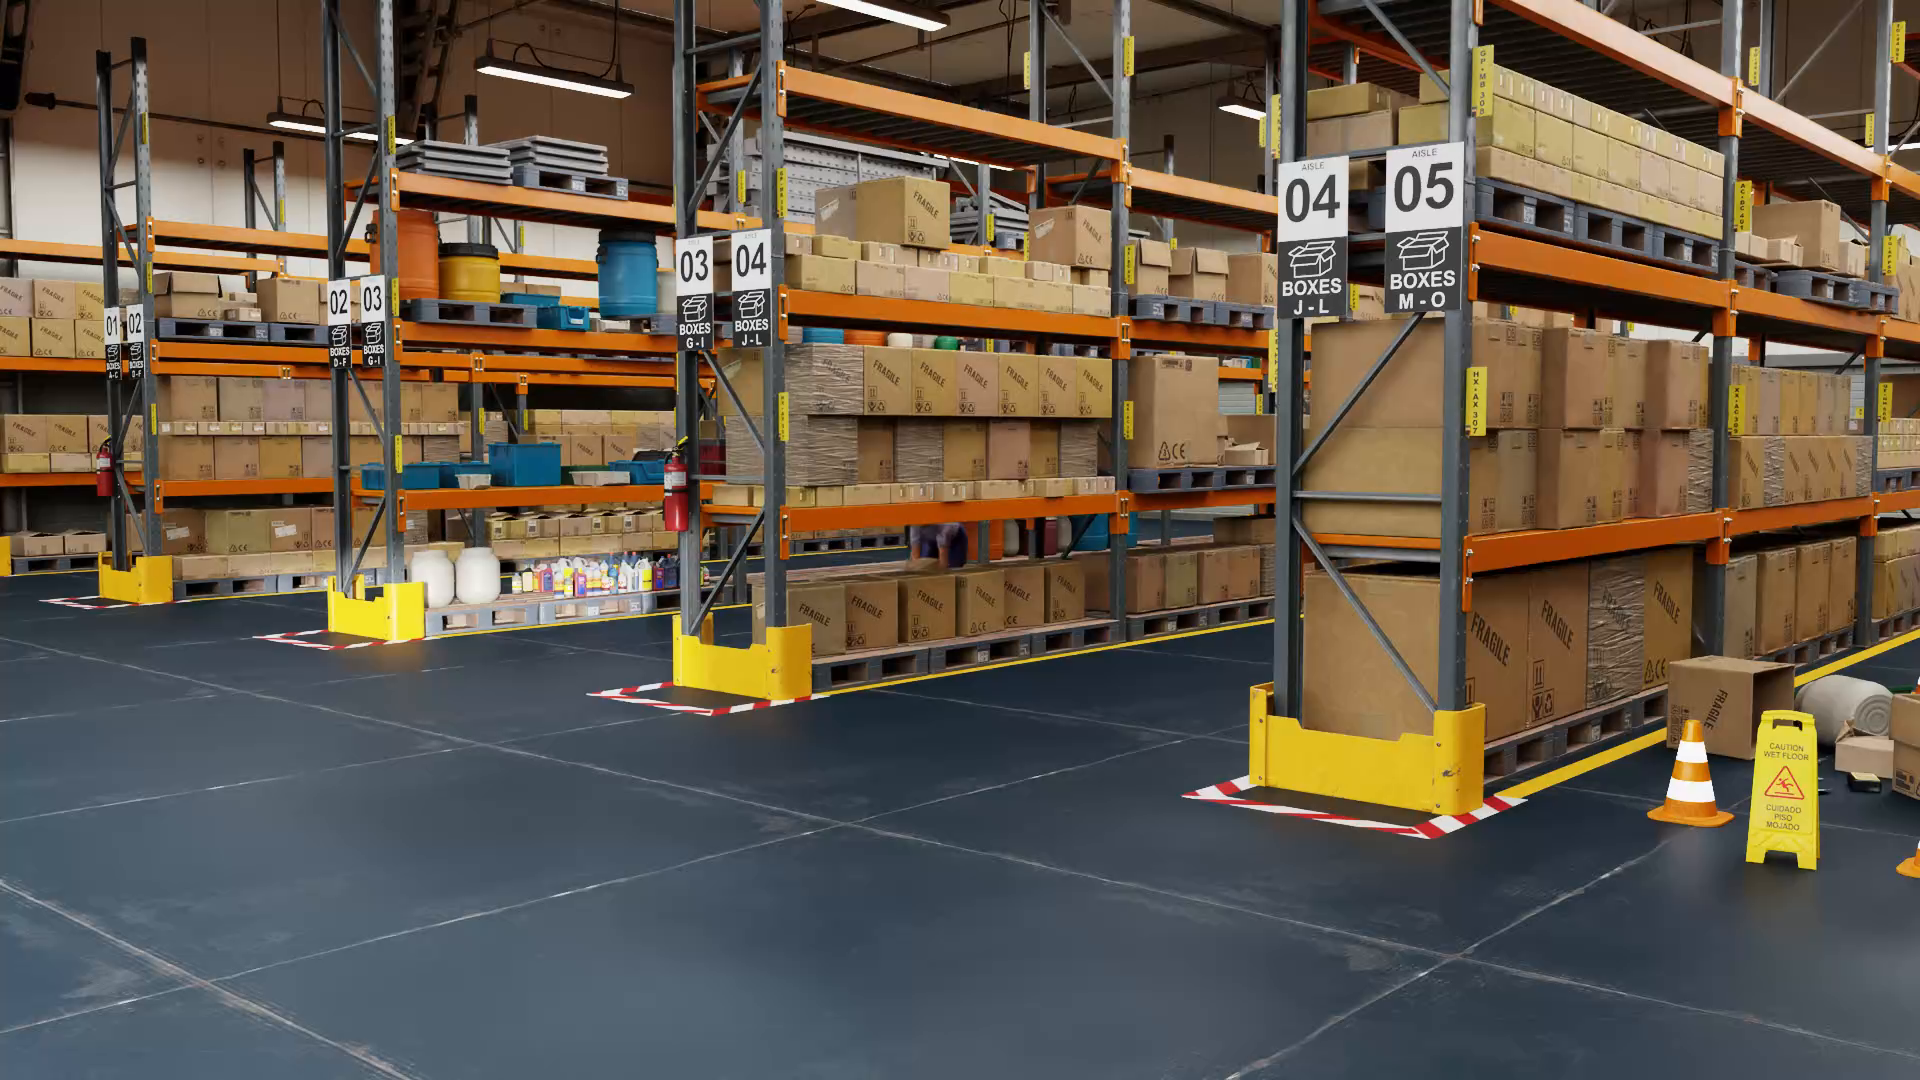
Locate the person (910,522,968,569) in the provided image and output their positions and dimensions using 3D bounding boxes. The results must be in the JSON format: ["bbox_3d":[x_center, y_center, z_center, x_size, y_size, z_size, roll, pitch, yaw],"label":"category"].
[{"bbox_3d":[-0.234,0.237,15.470,0.464,1.199,0.874,2,4,23],"label":"person"}]
